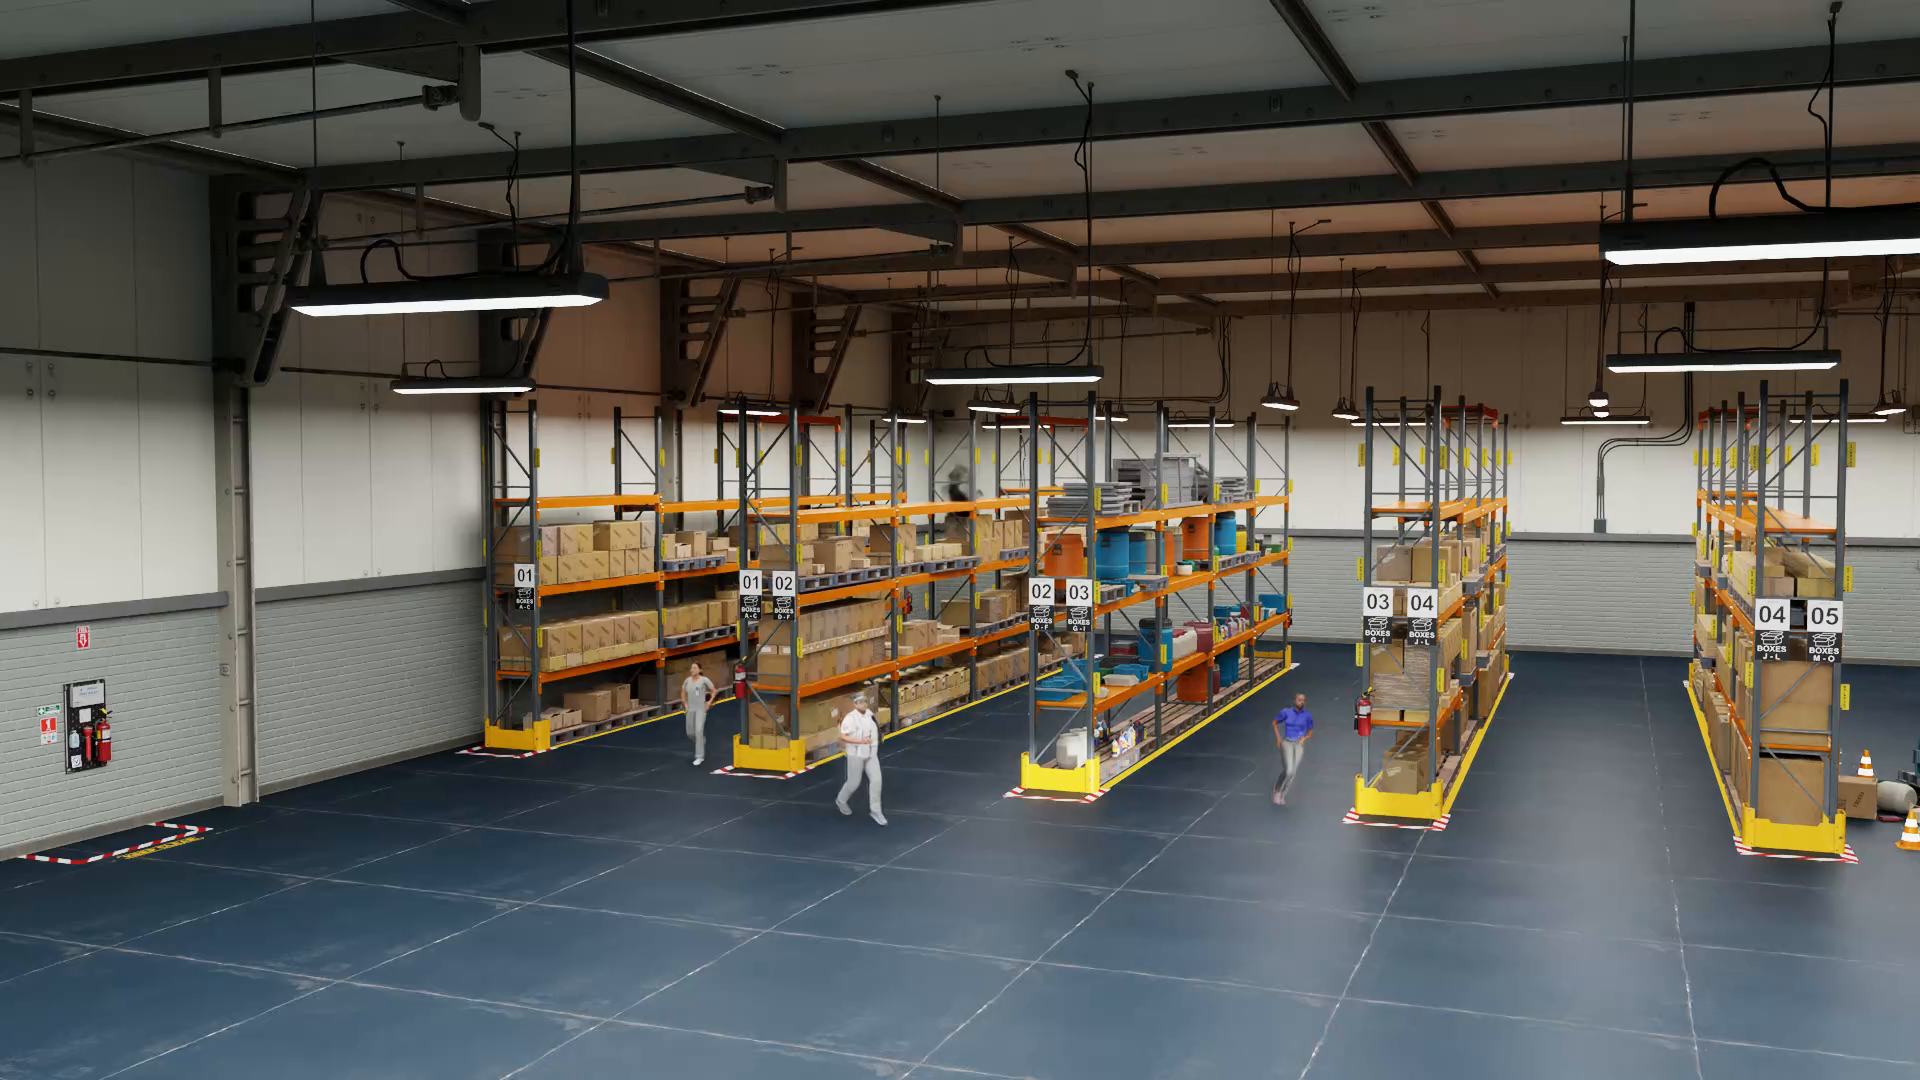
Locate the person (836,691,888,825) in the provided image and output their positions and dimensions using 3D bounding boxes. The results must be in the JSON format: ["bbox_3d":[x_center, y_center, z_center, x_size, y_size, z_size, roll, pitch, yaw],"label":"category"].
[{"bbox_3d":[-1.367,2.984,22.957,0.669,1.820,0.932,-2,4,-39],"label":"person"}]

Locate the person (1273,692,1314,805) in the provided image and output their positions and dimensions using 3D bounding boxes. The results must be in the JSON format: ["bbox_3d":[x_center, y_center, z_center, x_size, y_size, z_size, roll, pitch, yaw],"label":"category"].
[{"bbox_3d":[4.814,3.013,24.004,0.588,1.635,0.585,0,3,-5],"label":"person"}]

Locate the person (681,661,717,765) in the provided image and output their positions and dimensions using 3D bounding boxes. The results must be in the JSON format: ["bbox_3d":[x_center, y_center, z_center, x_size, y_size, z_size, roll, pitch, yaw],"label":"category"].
[{"bbox_3d":[-4.330,2.835,27.506,0.601,1.681,0.774,1,3,14],"label":"person"}]
